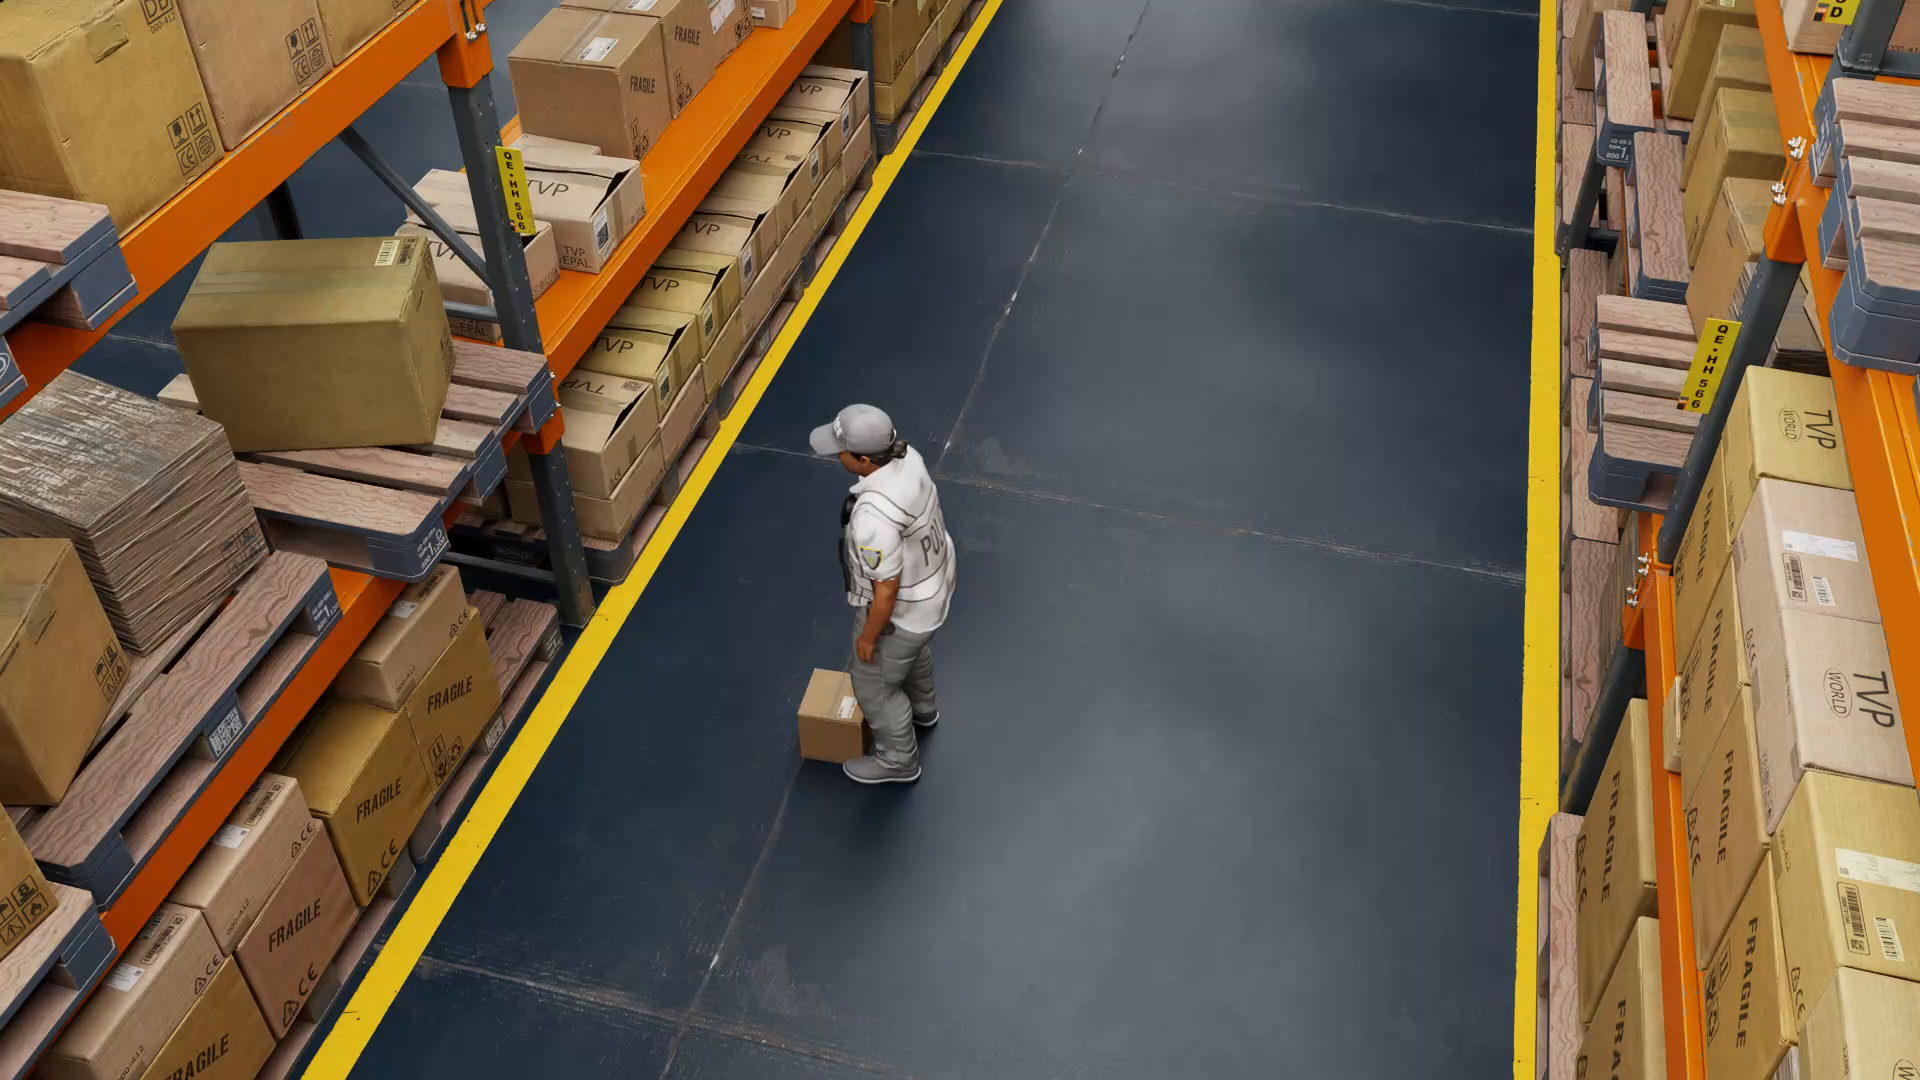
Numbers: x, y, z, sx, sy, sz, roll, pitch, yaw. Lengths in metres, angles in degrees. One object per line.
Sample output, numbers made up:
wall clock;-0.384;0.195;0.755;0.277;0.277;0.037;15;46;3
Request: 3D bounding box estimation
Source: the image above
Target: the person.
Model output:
person;-0.258;0.187;5.939;0.462;1.667;0.564;8;42;9
